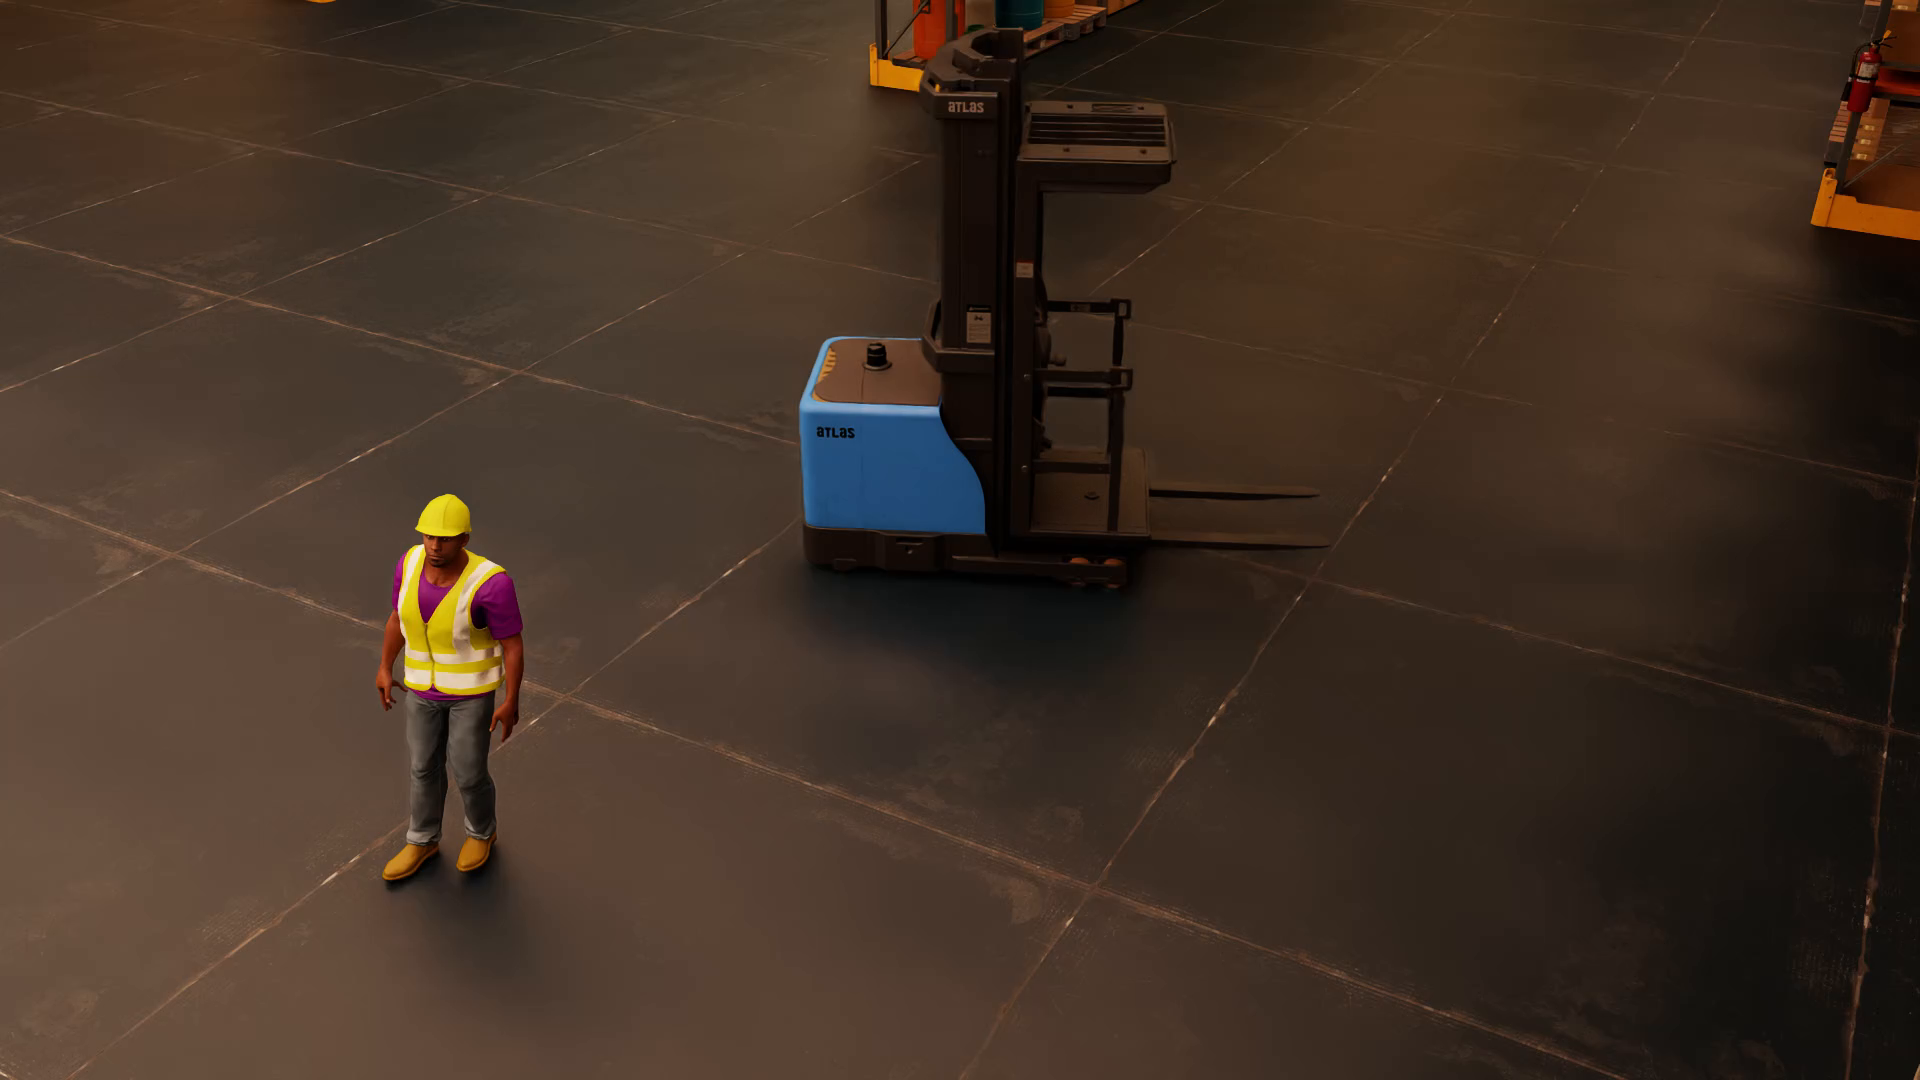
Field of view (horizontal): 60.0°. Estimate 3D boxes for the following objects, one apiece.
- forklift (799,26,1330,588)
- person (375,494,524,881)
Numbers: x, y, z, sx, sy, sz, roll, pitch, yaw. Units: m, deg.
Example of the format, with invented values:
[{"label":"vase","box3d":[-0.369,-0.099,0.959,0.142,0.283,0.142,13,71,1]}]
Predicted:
[{"label":"forklift","box3d":[0.635,-1.270,9.272,3.031,2.935,1.130,2,30,4]},{"label":"person","box3d":[-2.194,0.656,7.085,0.665,1.762,0.590,8,31,14]}]
